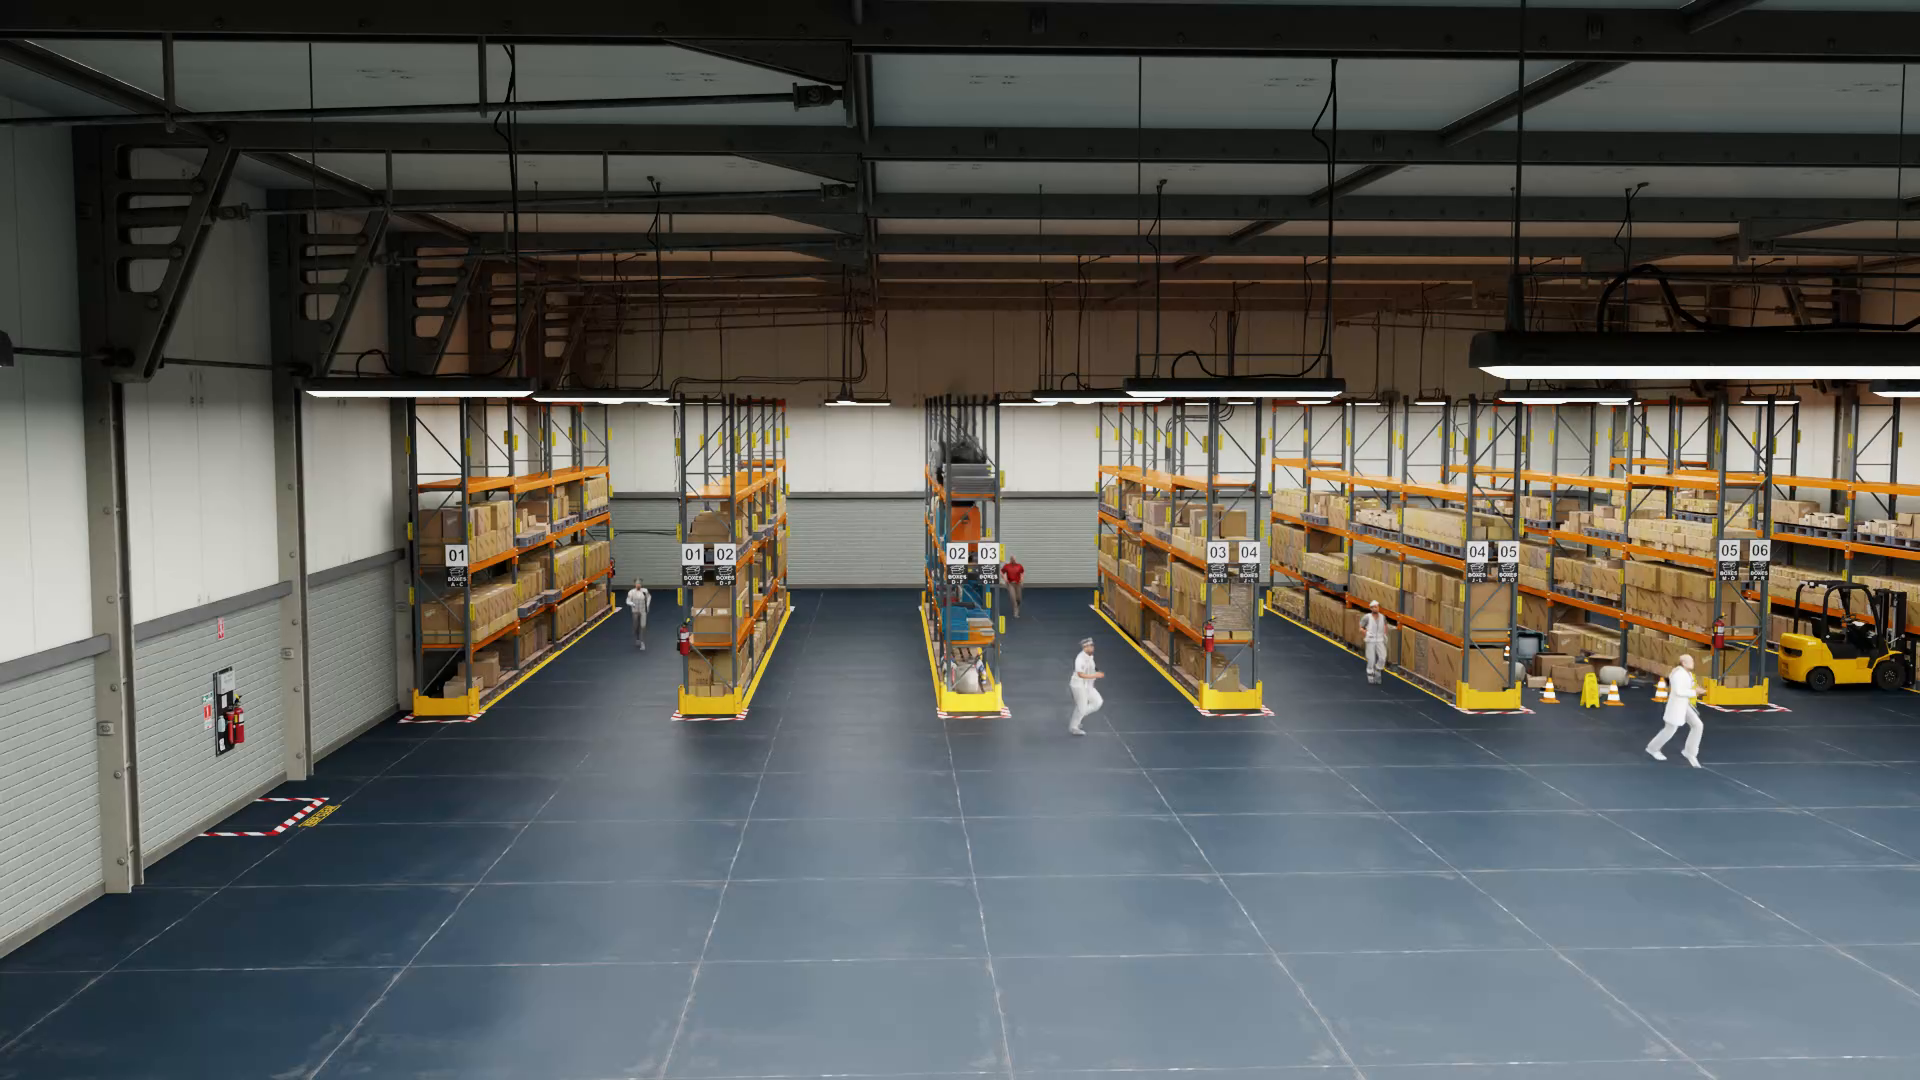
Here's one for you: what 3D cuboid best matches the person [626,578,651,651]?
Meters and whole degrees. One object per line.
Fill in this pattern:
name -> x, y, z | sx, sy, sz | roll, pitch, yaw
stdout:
person -> -7.676, 1.744, 39.661 | 0.535, 1.715, 0.857 | -1, 5, -7

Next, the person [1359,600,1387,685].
person -> 8.567, 2.126, 34.343 | 0.648, 1.759, 0.640 | 0, 5, -3

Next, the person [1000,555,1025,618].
person -> 1.460, 1.267, 45.819 | 0.676, 1.720, 0.733 | -1, 5, -9

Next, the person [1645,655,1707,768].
person -> 11.526, 2.734, 26.755 | 0.933, 1.826, 0.746 | 4, 6, 41

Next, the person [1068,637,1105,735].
person -> 2.225, 2.553, 29.126 | 0.719, 1.732, 0.707 | 2, 5, 25
